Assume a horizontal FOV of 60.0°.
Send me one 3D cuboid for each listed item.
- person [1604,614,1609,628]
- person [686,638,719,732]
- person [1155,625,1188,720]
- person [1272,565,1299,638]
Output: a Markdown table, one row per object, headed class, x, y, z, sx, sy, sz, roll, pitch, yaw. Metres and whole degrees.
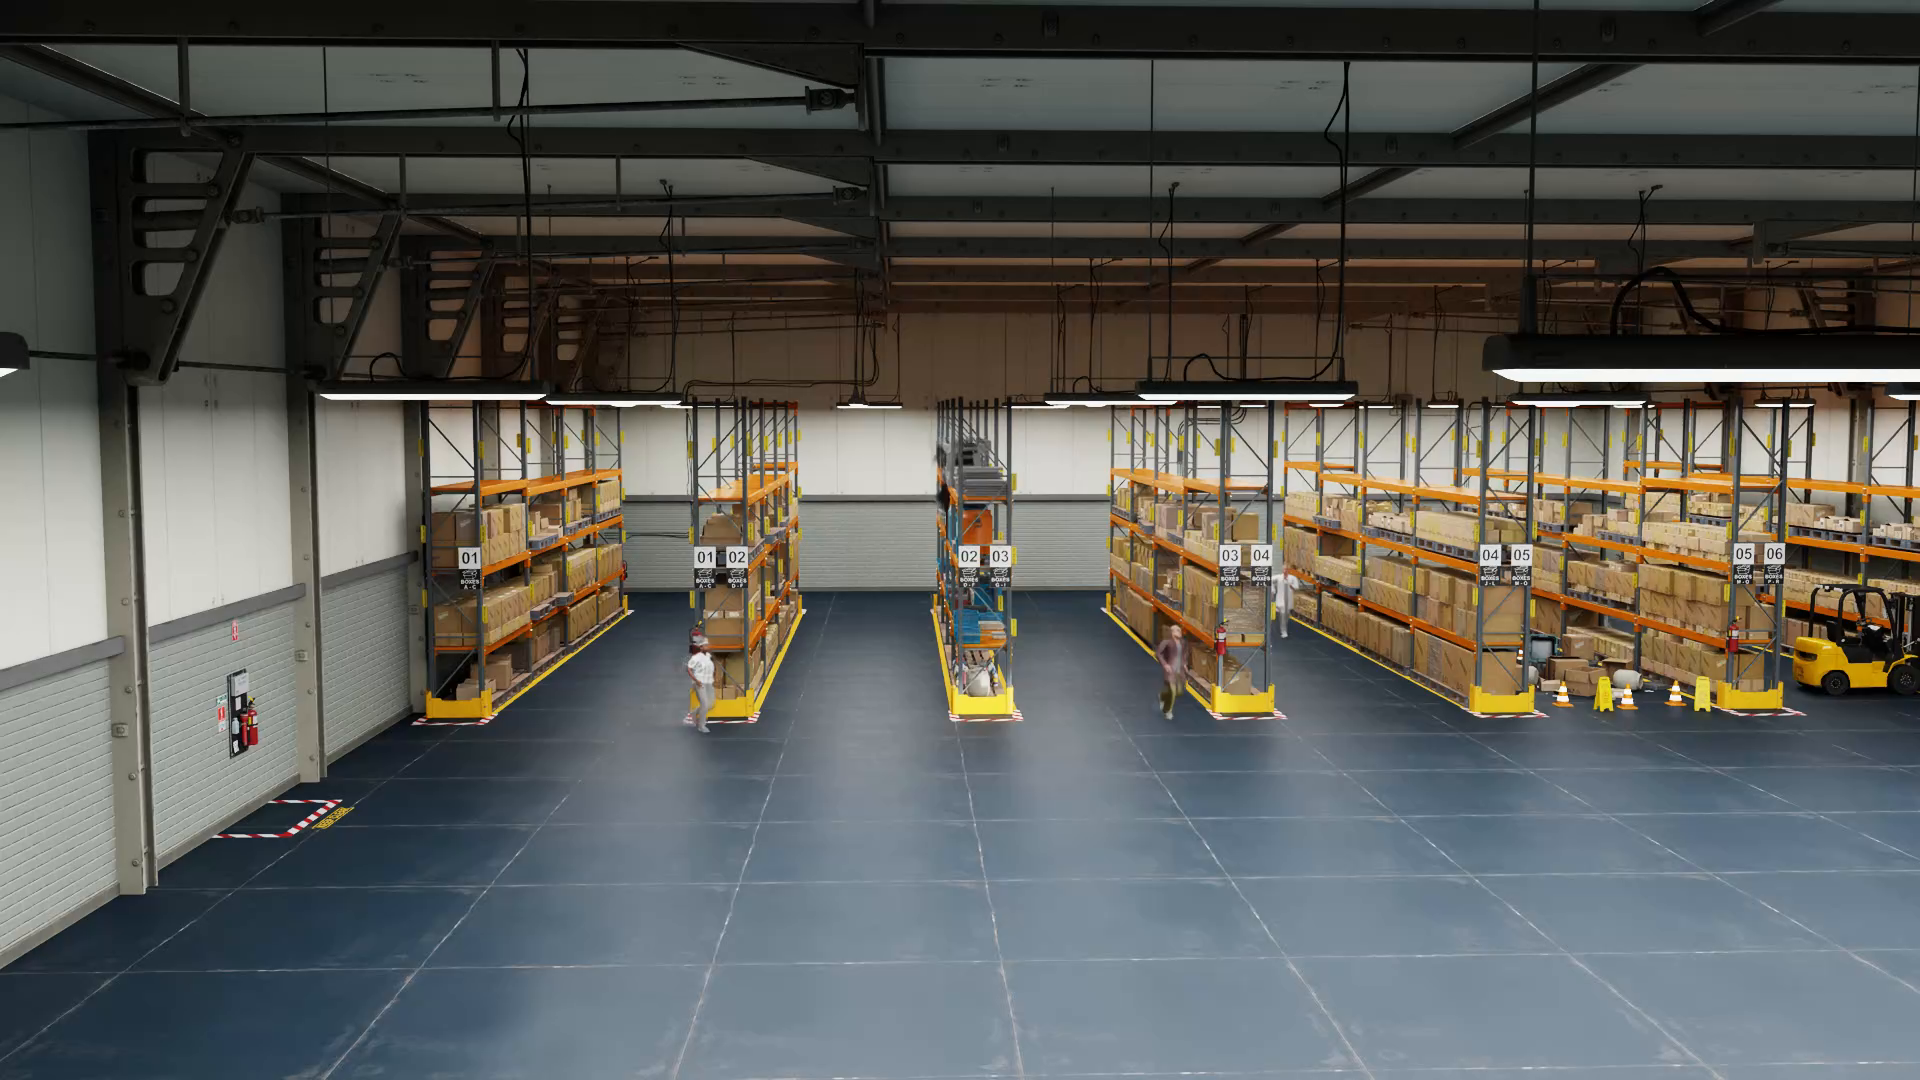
| class | x | y | z | sx | sy | sz | roll | pitch | yaw |
| --- | --- | --- | --- | --- | --- | --- | --- | --- | --- |
| person | 16.448 | 1.624 | 42.502 | 0.574 | 1.688 | 0.701 | -1 | 4 | -10 |
| person | -4.621 | 2.598 | 29.946 | 0.499 | 1.669 | 0.618 | 3 | 6 | 38 |
| person | 3.976 | 2.467 | 31.254 | 0.738 | 1.736 | 0.635 | -3 | 5 | -30 |
| person | 8.287 | 1.537 | 42.429 | 0.688 | 1.807 | 0.995 | 0 | 4 | -4 |
